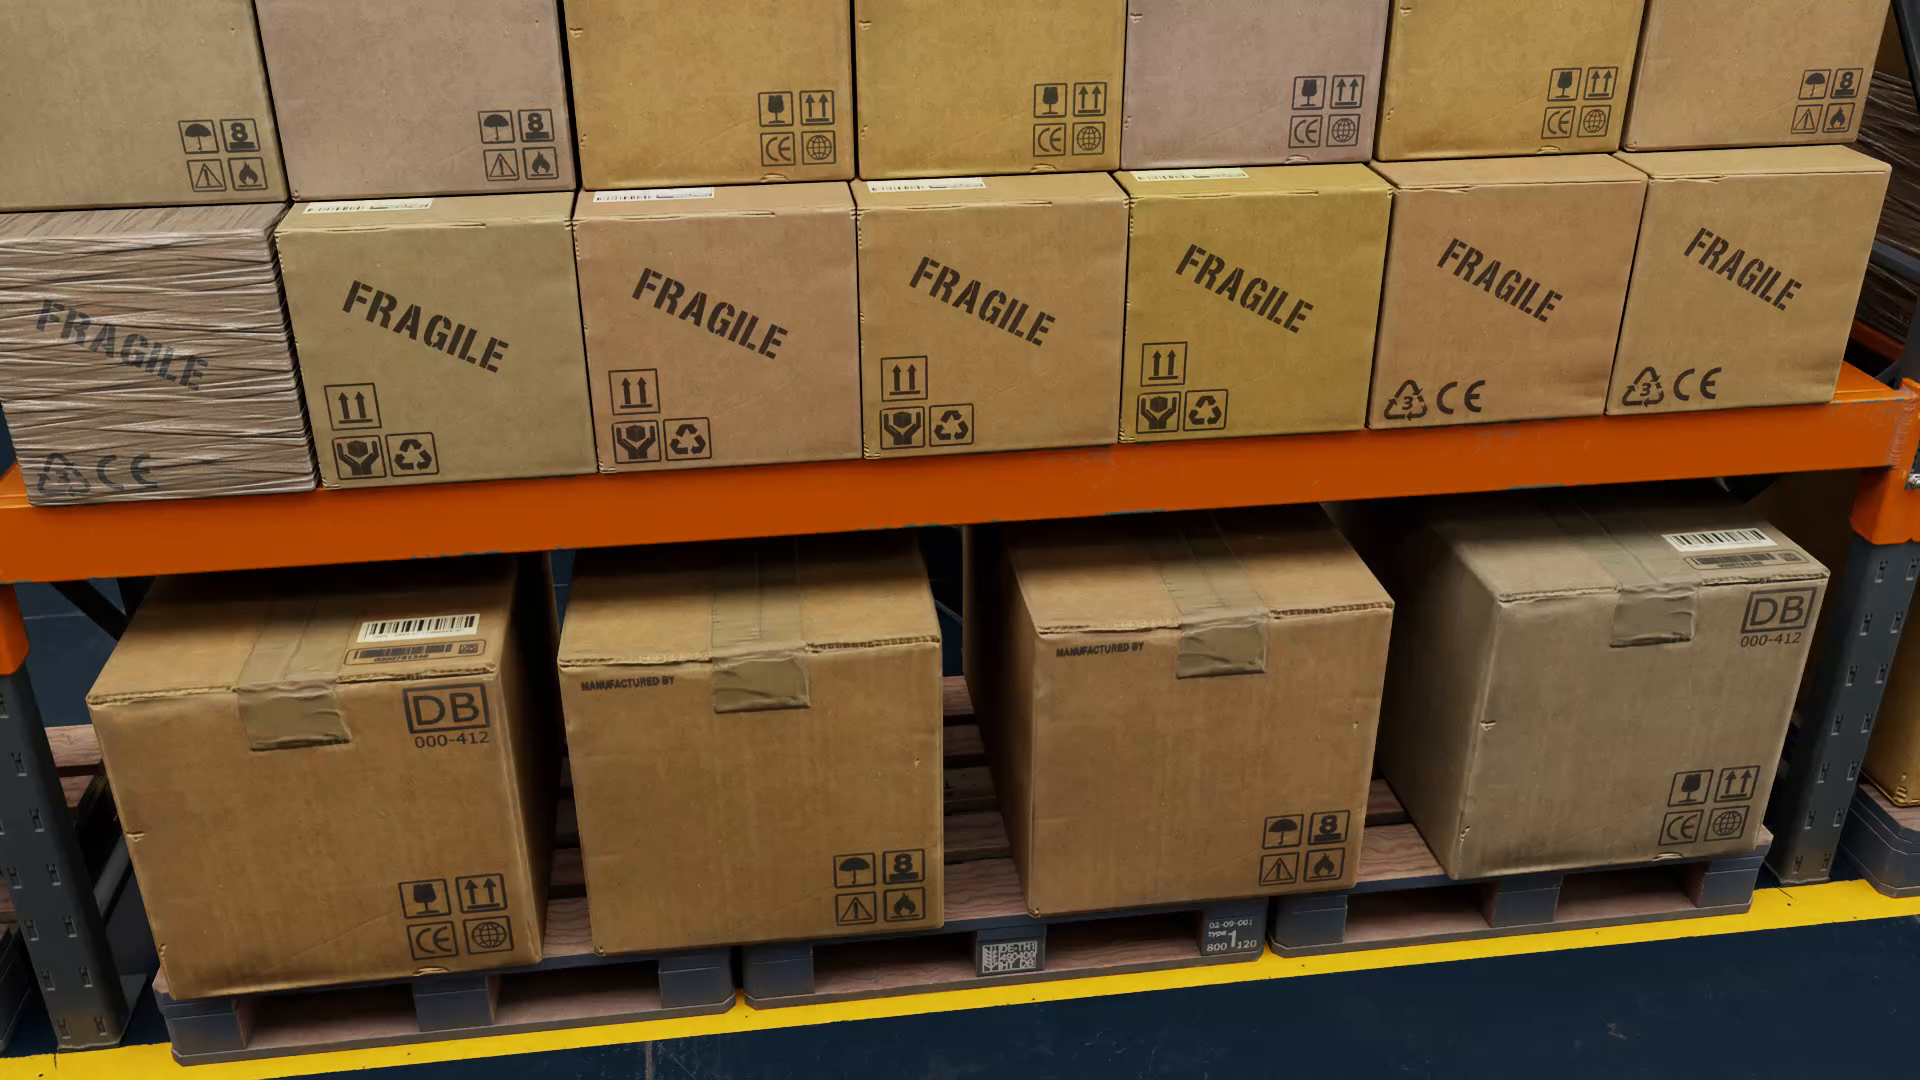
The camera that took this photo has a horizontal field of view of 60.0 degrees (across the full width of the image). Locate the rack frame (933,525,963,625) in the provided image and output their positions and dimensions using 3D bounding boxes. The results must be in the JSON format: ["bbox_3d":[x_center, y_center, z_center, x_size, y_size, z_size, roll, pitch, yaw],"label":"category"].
[{"bbox_3d":[0.072,-0.227,4.521,0.475,0.981,0.013,35,32,25],"label":"rack frame"}]

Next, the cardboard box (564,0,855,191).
[{"bbox_3d":[-0.498,-1.035,3.277,0.500,0.500,0.700,-4,27,-8],"label":"cardboard box"}]

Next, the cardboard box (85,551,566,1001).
[{"bbox_3d":[-1.336,0.361,3.766,0.750,0.750,1.050,-4,27,-8],"label":"cardboard box"}]

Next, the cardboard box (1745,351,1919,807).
[{"bbox_3d":[2.642,0.040,4.253,0.875,0.875,0.875,-3,27,-6],"label":"cardboard box"}]

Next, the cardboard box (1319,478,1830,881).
[{"bbox_3d":[1.407,0.185,4.109,0.750,0.750,1.050,-4,27,-7],"label":"cardboard box"}]

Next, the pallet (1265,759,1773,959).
[{"bbox_3d":[1.255,0.614,4.322,1.213,0.211,1.003,-4,27,-7],"label":"pallet"}]

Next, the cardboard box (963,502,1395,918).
[{"bbox_3d":[0.451,0.244,3.993,0.750,0.750,1.050,-4,27,-7],"label":"cardboard box"}]

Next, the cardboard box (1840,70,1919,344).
[{"bbox_3d":[2.373,-0.805,3.869,0.550,0.550,0.875,-4,27,-7],"label":"cardboard box"}]

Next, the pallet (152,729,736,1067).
[{"bbox_3d":[-1.161,0.769,4.020,1.213,0.211,1.003,-4,27,-7],"label":"pallet"}]

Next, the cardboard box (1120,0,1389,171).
[{"bbox_3d":[0.509,-1.099,3.402,0.500,0.500,0.700,-3,27,-7],"label":"cardboard box"}]

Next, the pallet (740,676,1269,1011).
[{"bbox_3d":[-1.744,-0.368,6.237,4.108,0.211,6.107,-4,27,-7],"label":"pallet"}]

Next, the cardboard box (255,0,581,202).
[{"bbox_3d":[-1.005,-1.001,3.211,0.500,0.500,0.700,-4,27,-8],"label":"cardboard box"}]

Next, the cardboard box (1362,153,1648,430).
[{"bbox_3d":[1.029,-0.568,3.462,0.500,0.500,0.500,-4,27,-8],"label":"cardboard box"}]

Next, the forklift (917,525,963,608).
[{"bbox_3d":[-0.983,-1.482,5.525,3.031,2.843,1.129,11,29,21],"label":"forklift"}]

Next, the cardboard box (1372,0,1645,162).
[{"bbox_3d":[1.009,-1.131,3.464,0.500,0.500,0.700,-4,27,-8],"label":"cardboard box"}]

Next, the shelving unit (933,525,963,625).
[{"bbox_3d":[0.377,-0.338,4.912,0.538,0.981,1.030,35,32,25],"label":"shelving unit"}]

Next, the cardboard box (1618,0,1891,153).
[{"bbox_3d":[1.518,-1.165,3.530,0.500,0.500,0.700,-4,27,-8],"label":"cardboard box"}]

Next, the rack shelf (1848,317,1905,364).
[{"bbox_3d":[3.990,-0.636,4.199,3.809,0.052,0.919,-4,27,-7],"label":"rack shelf"}]

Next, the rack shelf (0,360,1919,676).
[{"bbox_3d":[0.029,-0.262,3.764,4.000,0.370,1.077,-4,27,-7],"label":"rack shelf"}]

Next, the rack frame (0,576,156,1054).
[{"bbox_3d":[-1.952,-0.455,3.352,0.127,3.000,1.000,-4,27,-7],"label":"rack frame"}]

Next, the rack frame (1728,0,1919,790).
[{"bbox_3d":[2.009,-0.708,3.845,0.053,2.616,0.949,-4,27,-7],"label":"rack frame"}]
